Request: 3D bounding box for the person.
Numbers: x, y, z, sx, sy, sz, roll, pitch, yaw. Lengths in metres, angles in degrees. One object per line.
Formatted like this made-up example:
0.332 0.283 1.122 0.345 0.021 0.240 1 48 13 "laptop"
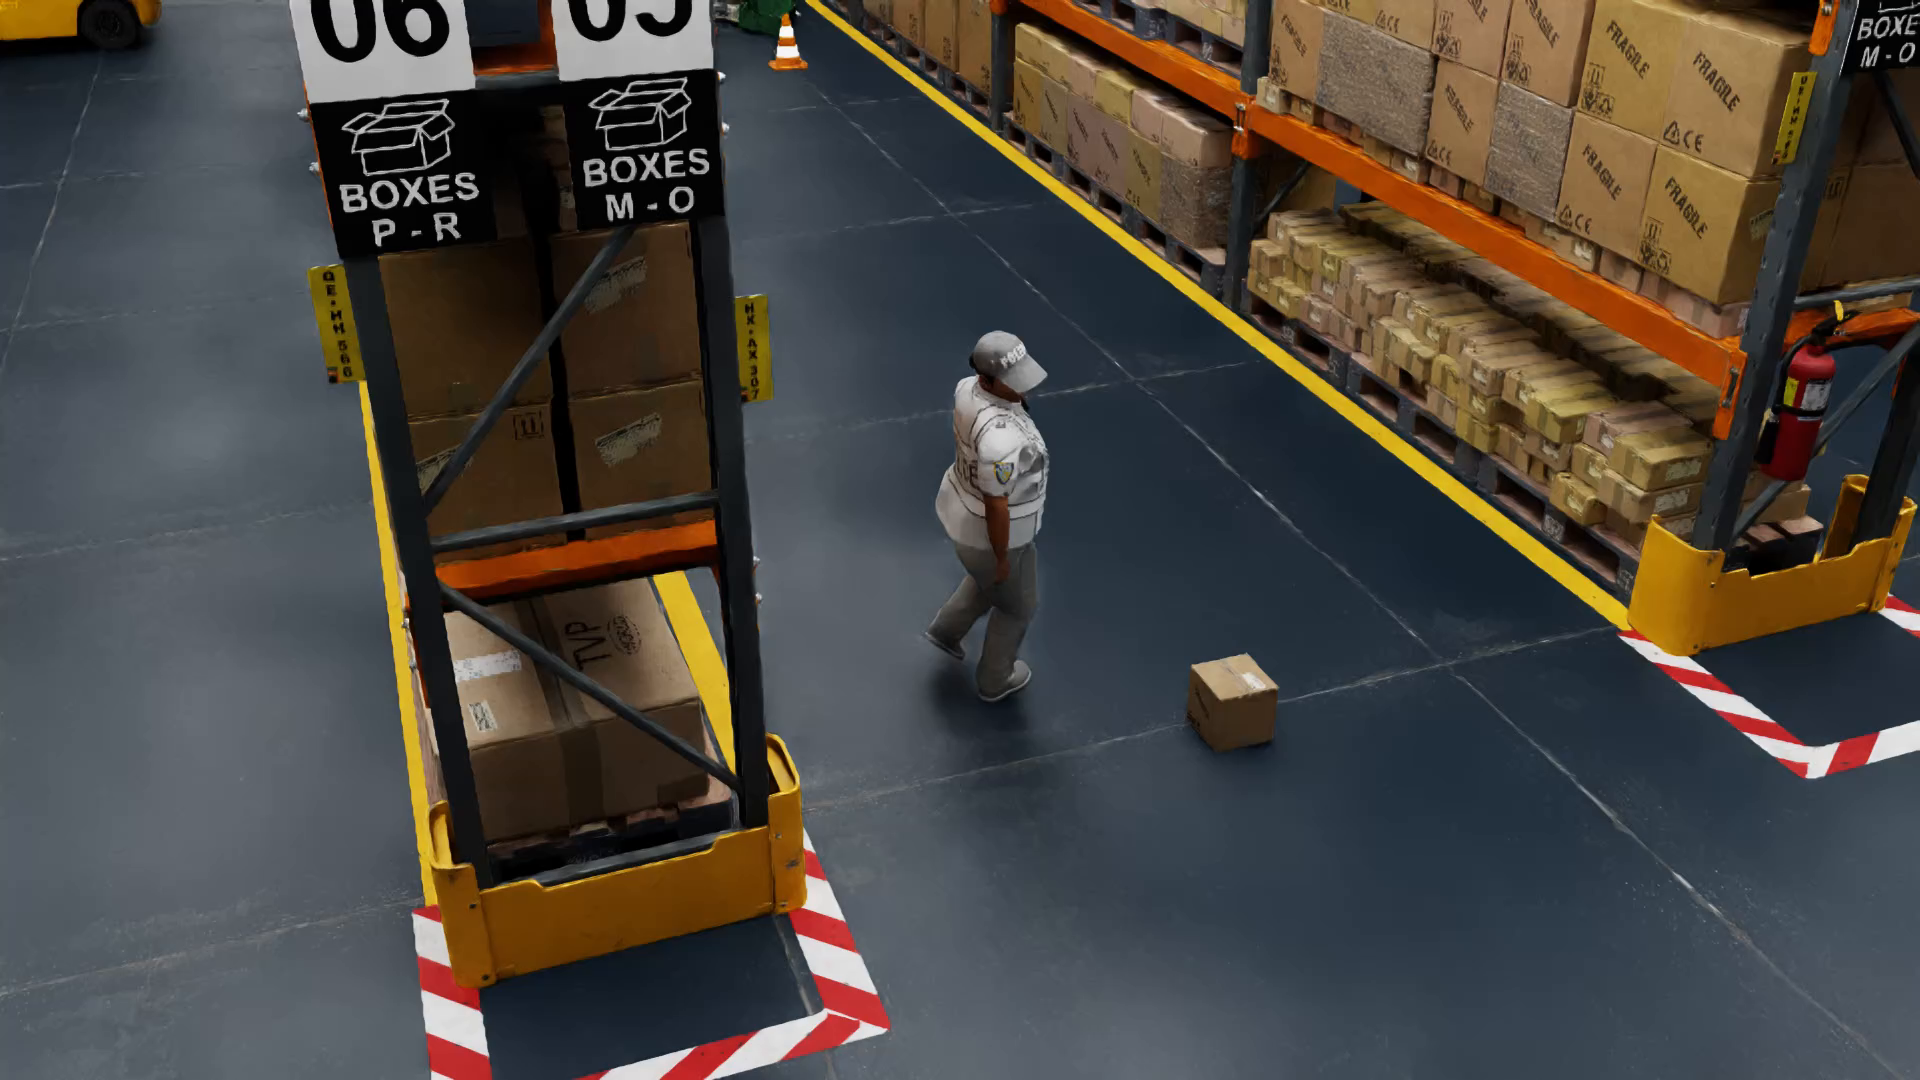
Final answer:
0.128 -0.076 6.282 0.454 1.644 0.632 -10 32 -17 "person"
